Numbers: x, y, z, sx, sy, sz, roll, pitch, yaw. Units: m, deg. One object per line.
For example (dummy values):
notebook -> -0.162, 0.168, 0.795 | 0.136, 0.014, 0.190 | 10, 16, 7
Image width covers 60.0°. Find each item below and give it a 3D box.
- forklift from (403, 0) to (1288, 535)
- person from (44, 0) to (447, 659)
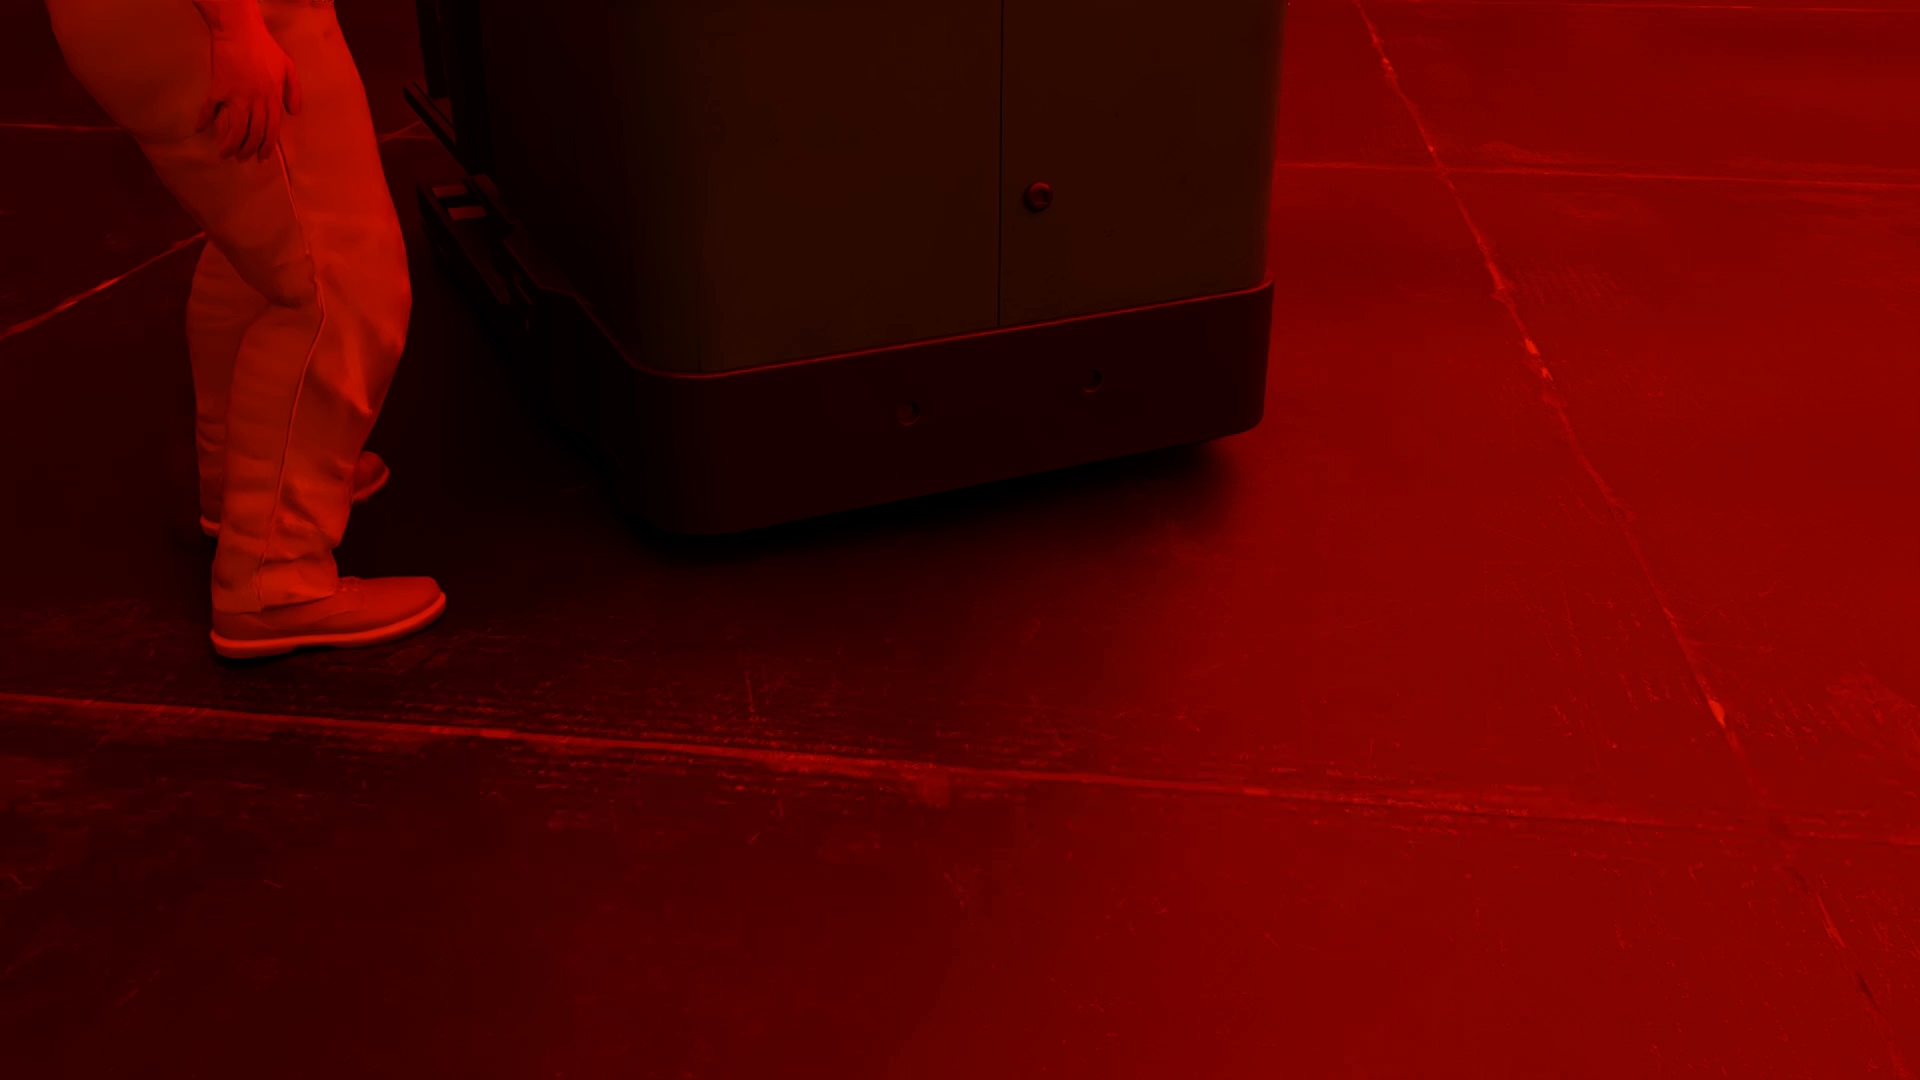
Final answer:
forklift -> -0.582, -1.948, 3.122 | 1.130, 2.935, 3.031 | -12, 29, -22
person -> -0.902, -0.672, 2.012 | 0.426, 1.643, 0.723 | -13, 29, -25
